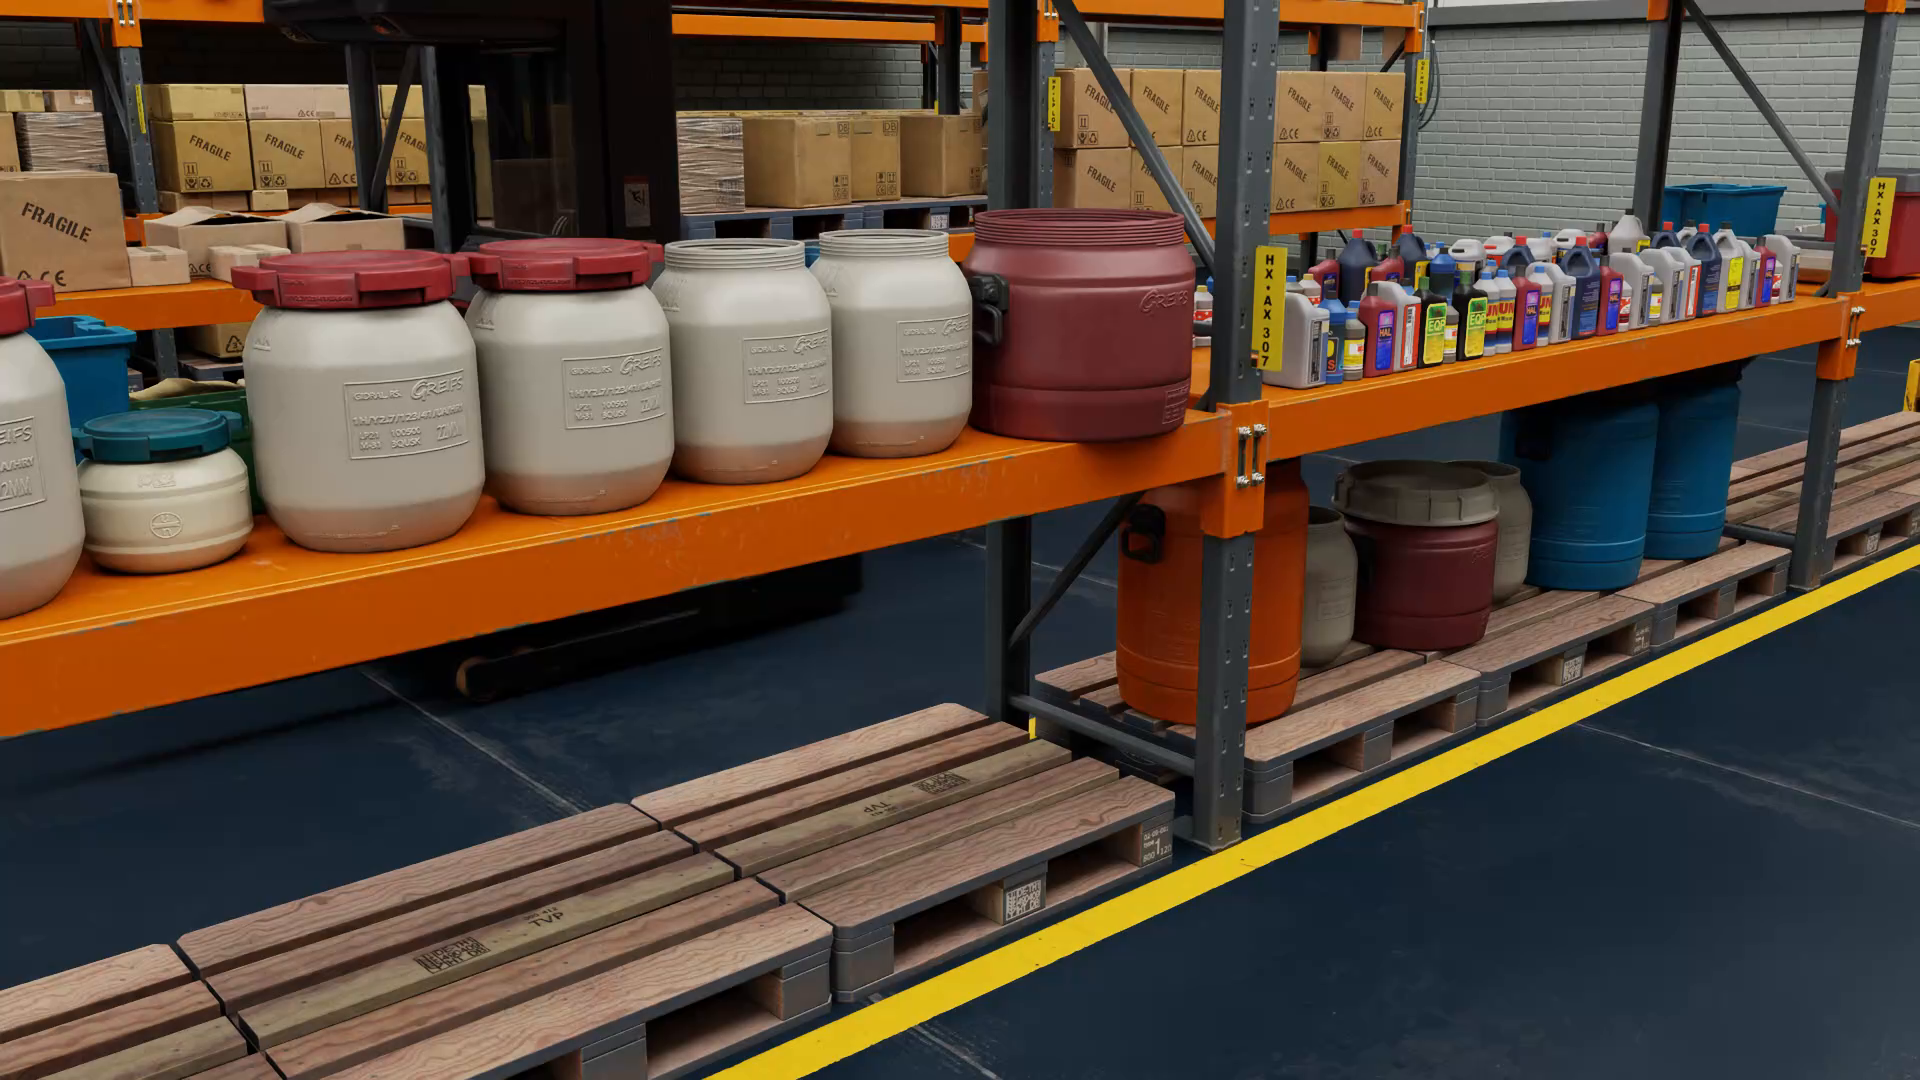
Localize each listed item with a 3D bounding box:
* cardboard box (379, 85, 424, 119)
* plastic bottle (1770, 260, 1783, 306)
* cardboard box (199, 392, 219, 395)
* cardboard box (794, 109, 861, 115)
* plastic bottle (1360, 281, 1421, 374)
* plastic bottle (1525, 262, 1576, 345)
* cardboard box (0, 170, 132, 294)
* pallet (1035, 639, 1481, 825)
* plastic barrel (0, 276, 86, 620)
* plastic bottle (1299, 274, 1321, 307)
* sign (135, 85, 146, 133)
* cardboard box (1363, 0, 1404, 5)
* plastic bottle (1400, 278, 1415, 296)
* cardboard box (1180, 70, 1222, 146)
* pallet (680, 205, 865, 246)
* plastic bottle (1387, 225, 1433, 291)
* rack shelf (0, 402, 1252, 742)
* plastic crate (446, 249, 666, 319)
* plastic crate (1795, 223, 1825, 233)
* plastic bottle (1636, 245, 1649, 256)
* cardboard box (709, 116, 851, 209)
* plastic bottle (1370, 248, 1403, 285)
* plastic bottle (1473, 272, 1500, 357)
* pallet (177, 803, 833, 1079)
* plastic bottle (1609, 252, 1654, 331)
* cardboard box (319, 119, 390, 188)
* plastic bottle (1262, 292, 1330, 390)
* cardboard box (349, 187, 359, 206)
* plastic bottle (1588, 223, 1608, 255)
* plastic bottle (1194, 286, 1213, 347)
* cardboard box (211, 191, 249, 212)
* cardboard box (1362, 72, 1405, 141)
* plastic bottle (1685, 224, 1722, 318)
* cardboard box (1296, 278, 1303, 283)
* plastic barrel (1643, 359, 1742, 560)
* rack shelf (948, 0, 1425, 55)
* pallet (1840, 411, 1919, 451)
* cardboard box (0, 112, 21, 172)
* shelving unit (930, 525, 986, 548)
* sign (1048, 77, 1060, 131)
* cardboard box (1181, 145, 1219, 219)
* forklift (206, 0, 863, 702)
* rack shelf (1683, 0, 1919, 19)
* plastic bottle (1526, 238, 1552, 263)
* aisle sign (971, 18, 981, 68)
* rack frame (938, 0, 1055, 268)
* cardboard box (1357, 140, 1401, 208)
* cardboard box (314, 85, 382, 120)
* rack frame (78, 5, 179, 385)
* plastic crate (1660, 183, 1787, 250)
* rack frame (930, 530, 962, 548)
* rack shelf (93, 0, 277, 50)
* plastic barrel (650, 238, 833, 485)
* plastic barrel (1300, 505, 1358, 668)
[{"bbox_3d":[-4.376,-3.426,13.002,0.500,0.250,0.500,-13,20,-40],"label":"cardboard box"},{"bbox_3d":[3.318,-1.069,6.825,0.097,0.201,0.097,0,15,0],"label":"plastic bottle"},{"bbox_3d":[-3.415,-0.527,7.837,0.500,0.311,0.500,-13,20,-40],"label":"cardboard box"},{"bbox_3d":[-1.514,-3.730,15.820,0.700,0.700,0.980,-14,20,-42],"label":"cardboard box"},{"bbox_3d":[1.343,-0.671,5.190,0.135,0.276,0.152,-13,19,-39],"label":"plastic bottle"},{"bbox_3d":[2.040,-0.828,5.776,0.135,0.276,0.152,-13,19,-39],"label":"plastic bottle"},{"bbox_3d":[-4.049,-1.368,7.366,0.500,0.500,0.500,-14,20,-42],"label":"cardboard box"},{"bbox_3d":[1.022,0.563,5.732,1.213,0.211,1.003,-13,19,-39],"label":"pallet"},{"bbox_3d":[-1.697,-0.150,2.735,0.433,0.535,0.433,0,15,0],"label":"plastic barrel"},{"bbox_3d":[1.267,-0.868,6.074,0.097,0.201,0.097,0,15,0],"label":"plastic bottle"},{"bbox_3d":[-5.685,-2.988,11.534,0.005,0.325,0.100,-13,19,-39],"label":"sign"},{"bbox_3d":[3.027,-4.201,12.642,0.500,0.250,0.500,-13,19,-39],"label":"cardboard box"},{"bbox_3d":[1.408,-0.695,5.289,0.097,0.271,0.097,0,15,0],"label":"plastic bottle"},{"bbox_3d":[1.541,-3.016,11.596,0.500,0.500,0.500,-13,20,-41],"label":"cardboard box"},{"bbox_3d":[-1.330,-1.845,9.716,1.213,0.211,1.003,-13,19,-39],"label":"pallet"},{"bbox_3d":[1.730,-1.036,6.413,0.185,0.351,0.144,-13,19,-39],"label":"plastic bottle"},{"bbox_3d":[-1.054,0.044,3.666,4.000,0.370,1.077,-13,19,-39],"label":"rack shelf"},{"bbox_3d":[-0.965,-0.459,4.032,0.583,0.464,0.402,-13,19,-39],"label":"plastic crate"},{"bbox_3d":[4.589,-1.575,8.729,0.466,0.136,0.293,-13,19,-39],"label":"plastic crate"},{"bbox_3d":[2.635,-1.002,6.437,0.097,0.271,0.097,0,15,0],"label":"plastic bottle"},{"bbox_3d":[-1.069,-2.225,9.759,0.700,0.500,0.500,10,18,33],"label":"cardboard box"},{"bbox_3d":[1.576,-0.934,6.162,0.133,0.283,0.061,-13,19,-39],"label":"plastic bottle"},{"bbox_3d":[1.723,-0.745,5.475,0.097,0.271,0.097,0,15,0],"label":"plastic bottle"},{"bbox_3d":[-1.075,1.034,3.969,1.213,0.211,1.003,-13,19,-39],"label":"pallet"},{"bbox_3d":[2.455,-0.921,6.125,0.135,0.276,0.152,-13,19,-39],"label":"plastic bottle"},{"bbox_3d":[-4.738,-2.976,12.770,0.500,0.500,0.500,-13,20,-40],"label":"cardboard box"},{"bbox_3d":[0.994,-0.593,4.897,0.135,0.276,0.152,-13,19,-39],"label":"plastic bottle"},{"bbox_3d":[-4.696,-2.693,12.969,0.250,0.149,0.380,-12,19,-39],"label":"cardboard box"},{"bbox_3d":[2.815,-1.262,7.388,0.133,0.283,0.061,-13,19,-39],"label":"plastic bottle"},{"bbox_3d":[0.827,-0.769,5.703,0.097,0.201,0.097,0,15,0],"label":"plastic bottle"},{"bbox_3d":[-5.452,-2.511,12.286,0.250,0.149,0.380,-12,19,-39],"label":"cardboard box"},{"bbox_3d":[3.086,-3.365,12.904,0.500,0.500,0.500,-13,20,-40],"label":"cardboard box"},{"bbox_3d":[2.854,-1.045,6.447,0.185,0.351,0.144,-13,19,-39],"label":"plastic bottle"},{"bbox_3d":[2.993,-1.827,13.270,0.500,0.500,0.500,-13,19,-39],"label":"cardboard box"},{"bbox_3d":[3.051,-0.420,7.263,0.708,0.901,0.600,-13,19,-39],"label":"plastic barrel"},{"bbox_3d":[1.732,-3.725,11.965,4.000,0.370,1.077,-13,19,-39],"label":"rack shelf"},{"bbox_3d":[5.842,-0.518,9.781,1.213,0.211,1.003,-13,19,-39],"label":"pallet"},{"bbox_3d":[-6.800,-2.650,11.313,0.700,0.500,0.500,14,20,42],"label":"cardboard box"},{"bbox_3d":[0.006,-0.436,8.139,0.210,0.900,0.258,-13,19,-39],"label":"shelving unit"},{"bbox_3d":[0.591,-2.737,10.440,0.005,0.325,0.100,-13,19,-39],"label":"sign"},{"bbox_3d":[1.550,-2.538,11.746,0.500,0.500,0.500,-13,20,-40],"label":"cardboard box"},{"bbox_3d":[-1.862,-0.978,6.233,3.031,2.935,1.130,-13,20,-40],"label":"forklift"},{"bbox_3d":[4.981,-2.760,8.353,4.000,0.370,1.077,-13,19,-39],"label":"rack shelf"},{"bbox_3d":[2.275,-1.069,6.681,0.135,0.276,0.152,-13,19,-39],"label":"plastic bottle"},{"bbox_3d":[0.238,-5.136,16.628,0.004,0.787,0.394,-13,19,-39],"label":"aisle sign"},{"bbox_3d":[0.224,-2.285,10.991,0.127,3.000,1.000,-13,19,-39],"label":"rack frame"},{"bbox_3d":[3.082,-2.882,13.033,0.500,0.500,0.500,-12,19,-38],"label":"cardboard box"},{"bbox_3d":[-4.757,-3.338,12.673,0.500,0.250,0.500,-12,19,-39],"label":"cardboard box"},{"bbox_3d":[-6.048,-2.571,12.063,0.127,3.000,1.000,-13,19,-39],"label":"rack frame"},{"bbox_3d":[3.601,-1.487,7.918,0.575,0.384,0.392,-13,19,-39],"label":"plastic crate"},{"bbox_3d":[-0.071,-0.419,8.075,0.006,0.900,0.240,-13,19,-39],"label":"rack frame"},{"bbox_3d":[-4.540,-4.011,13.037,4.000,0.370,1.077,-13,19,-39],"label":"rack shelf"},{"bbox_3d":[-0.499,-0.409,3.752,0.421,0.512,0.421,0,15,0],"label":"plastic barrel"},{"bbox_3d":[1.180,0.158,5.855,0.421,0.512,0.421,0,15,0],"label":"plastic barrel"}]
